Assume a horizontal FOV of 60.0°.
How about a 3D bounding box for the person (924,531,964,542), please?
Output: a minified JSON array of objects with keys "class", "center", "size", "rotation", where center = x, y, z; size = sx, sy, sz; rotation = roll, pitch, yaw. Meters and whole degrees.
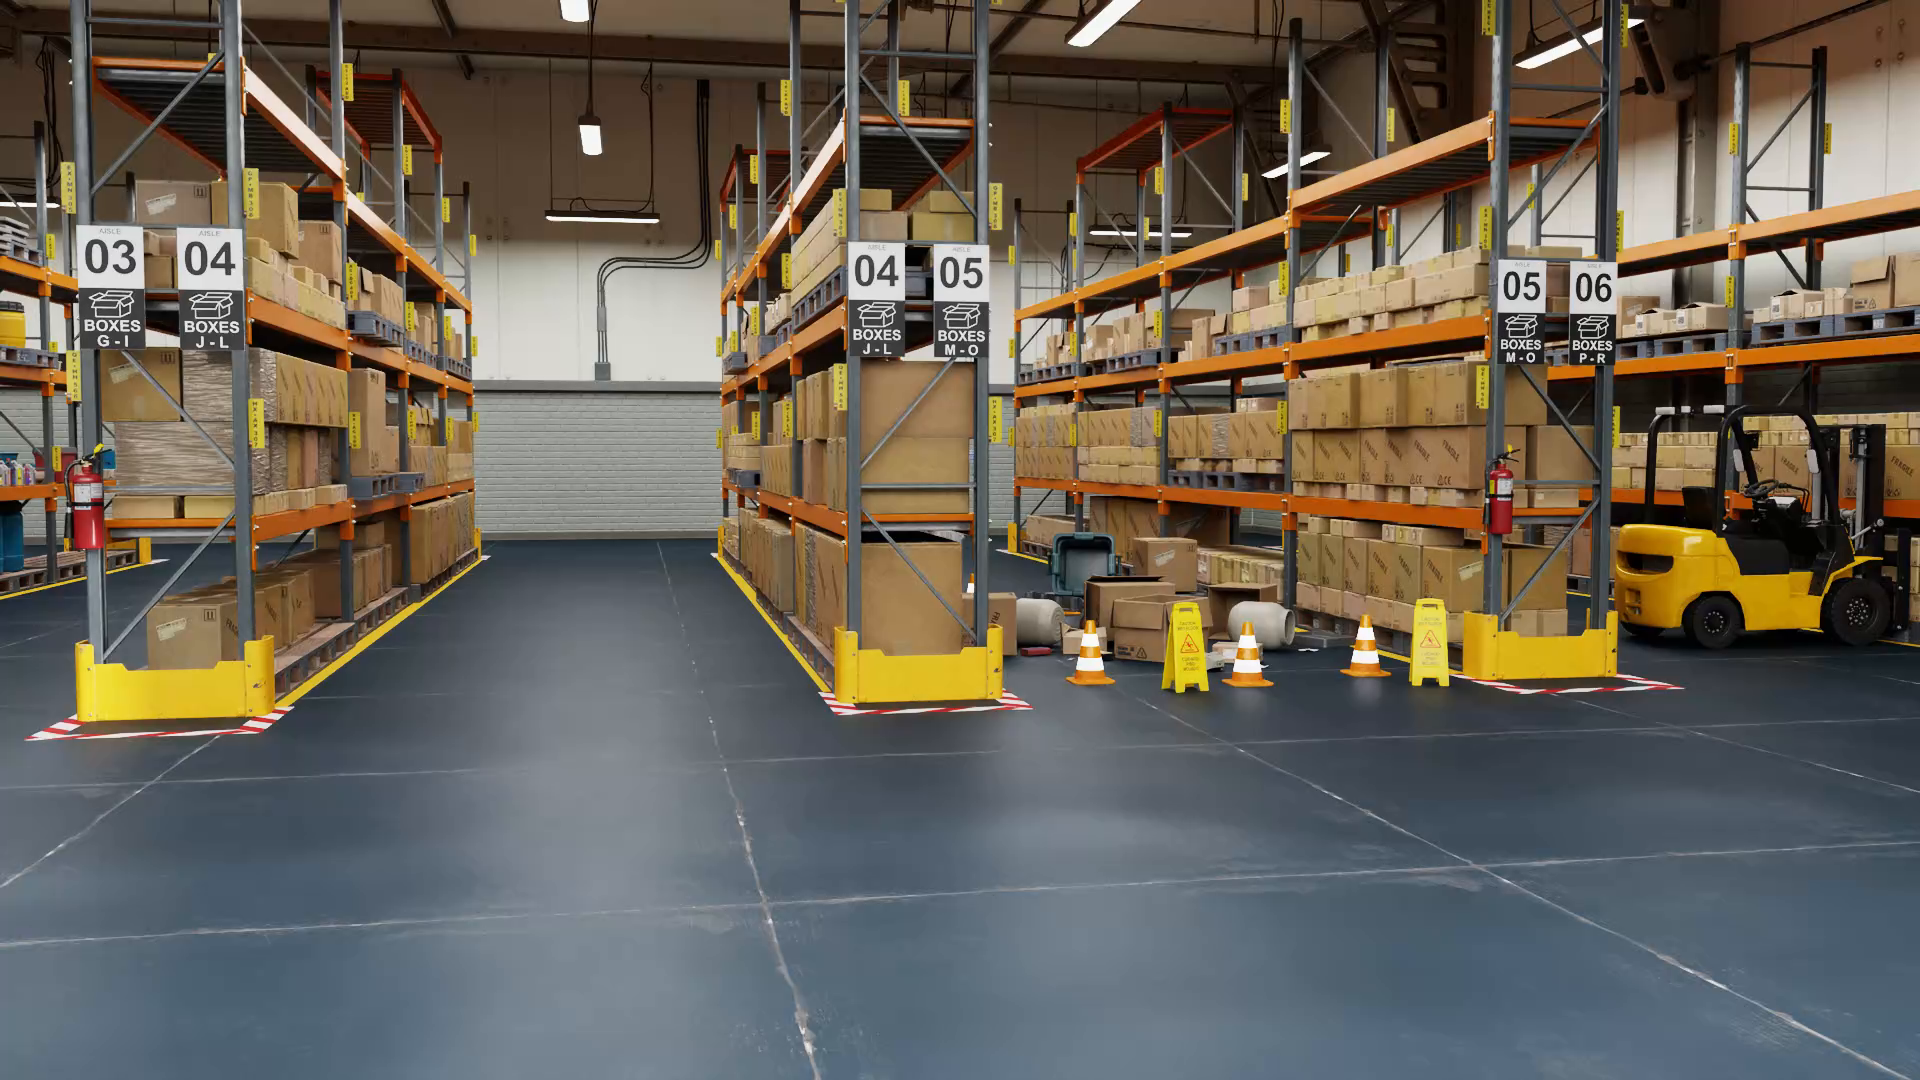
[{"class":"person","center":[-0.170,-0.168,19.586],"size":[0.521,1.678,0.426],"rotation":[0,3,-2]}]
